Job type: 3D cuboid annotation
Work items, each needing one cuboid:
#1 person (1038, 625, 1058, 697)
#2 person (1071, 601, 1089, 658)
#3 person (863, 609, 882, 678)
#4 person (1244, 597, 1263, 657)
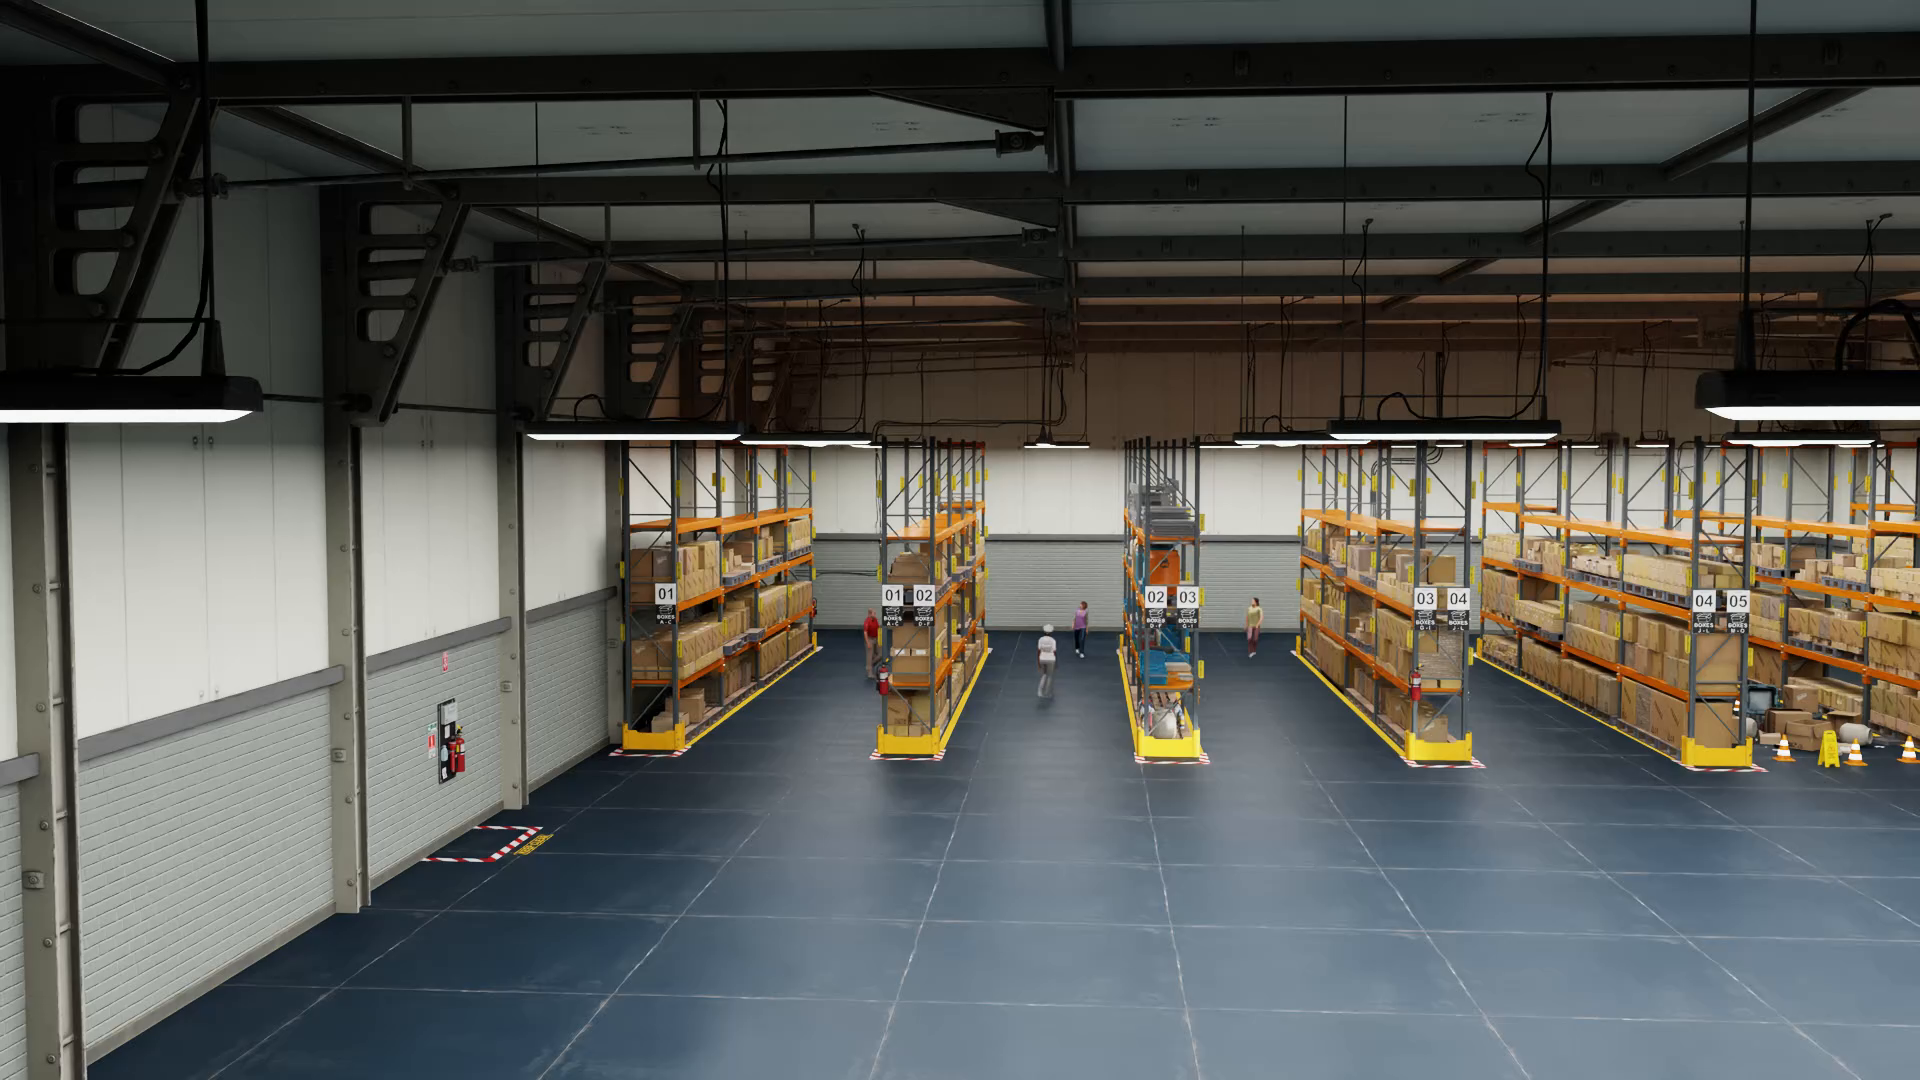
[{"bbox_3d":[2.049,2.807,38.481,0.448,1.694,0.433,3,4,42],"label":"person"},{"bbox_3d":[3.335,2.471,46.288,0.503,1.538,0.823,0,3,3],"label":"person"},{"bbox_3d":[-2.202,2.609,42.126,0.543,1.739,0.680,2,4,34],"label":"person"},{"bbox_3d":[8.196,2.455,46.383,0.495,1.679,0.652,0,3,6],"label":"person"}]
